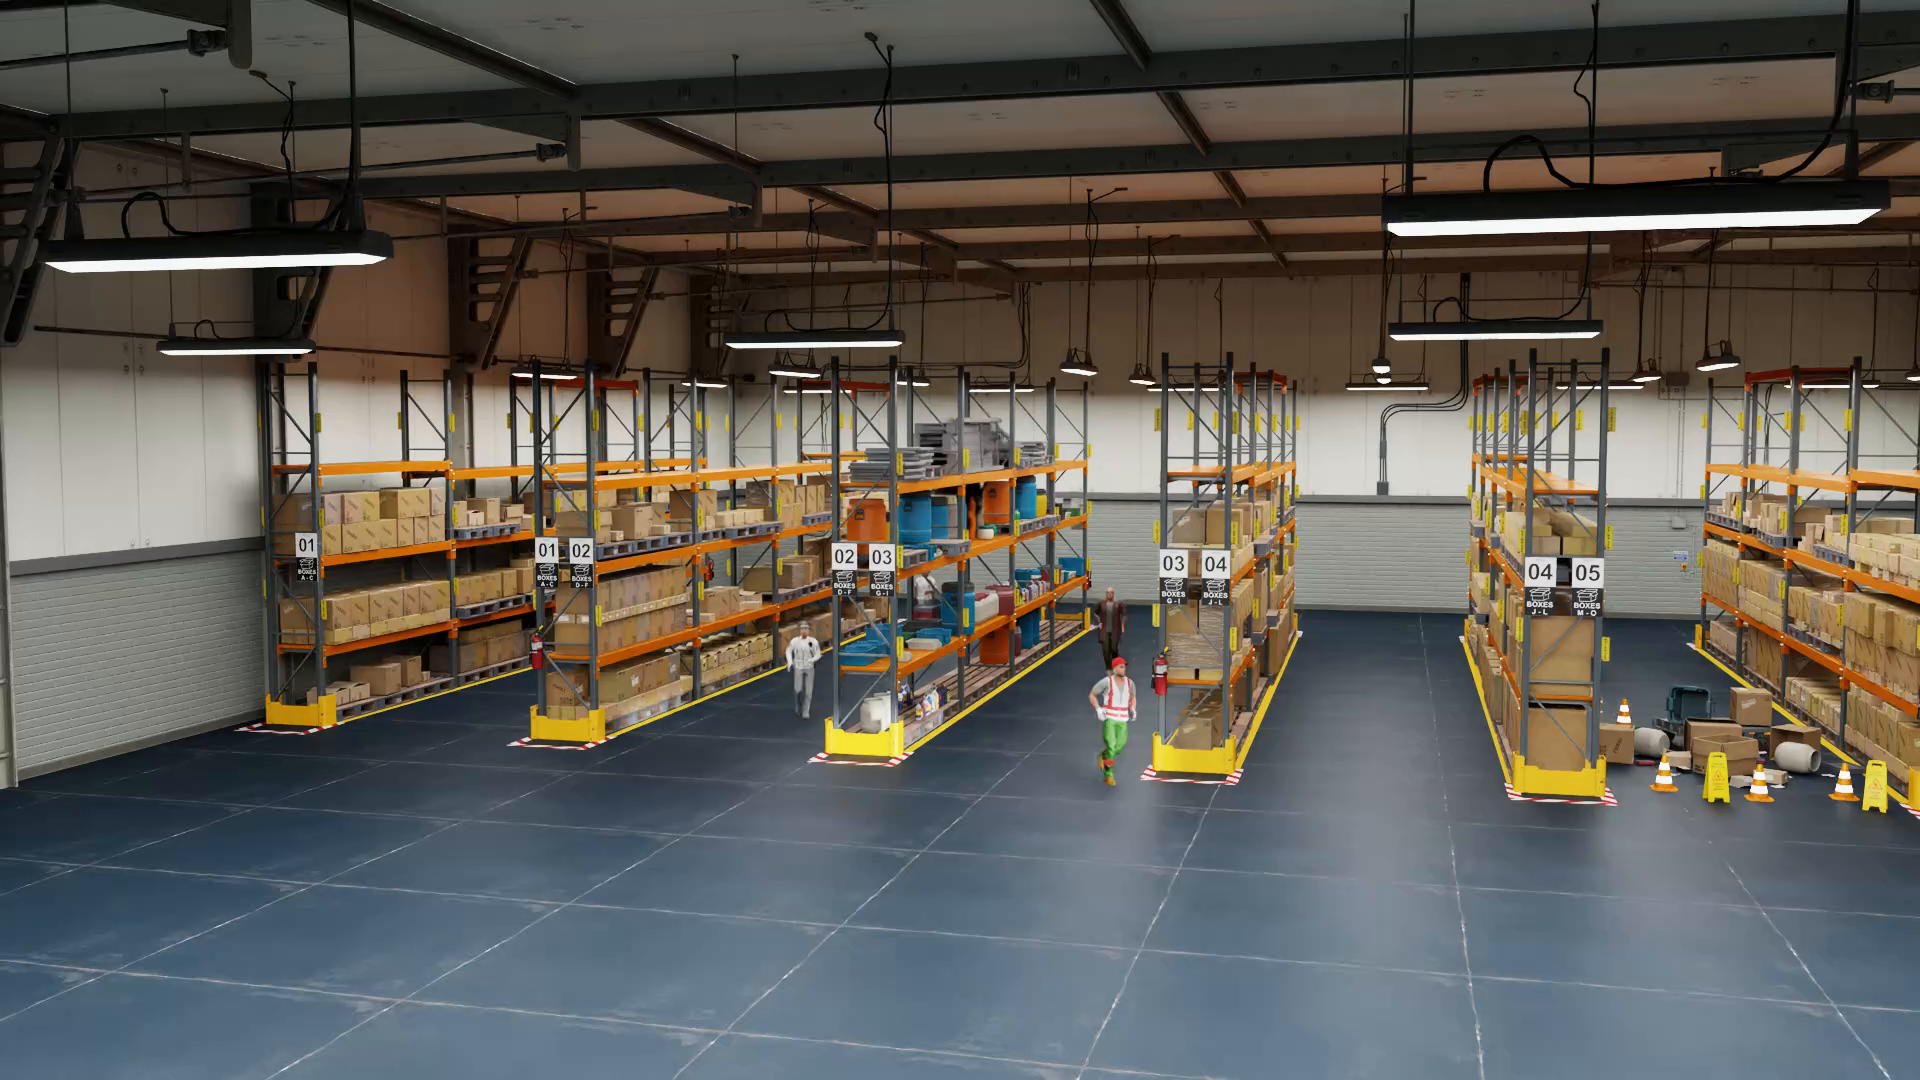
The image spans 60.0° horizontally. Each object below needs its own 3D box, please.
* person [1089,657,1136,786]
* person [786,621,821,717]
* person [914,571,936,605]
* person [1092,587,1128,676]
[{"bbox_3d":[2.156,2.510,23.287,0.711,1.754,0.727,-1,4,-18],"label":"person"},{"bbox_3d":[-2.646,2.190,28.110,0.607,1.656,0.561,0,4,-5],"label":"person"},{"bbox_3d":[-0.835,1.410,39.039,0.558,1.662,0.635,0,4,4],"label":"person"},{"bbox_3d":[2.982,1.813,33.171,0.712,1.739,0.582,1,4,8],"label":"person"}]
